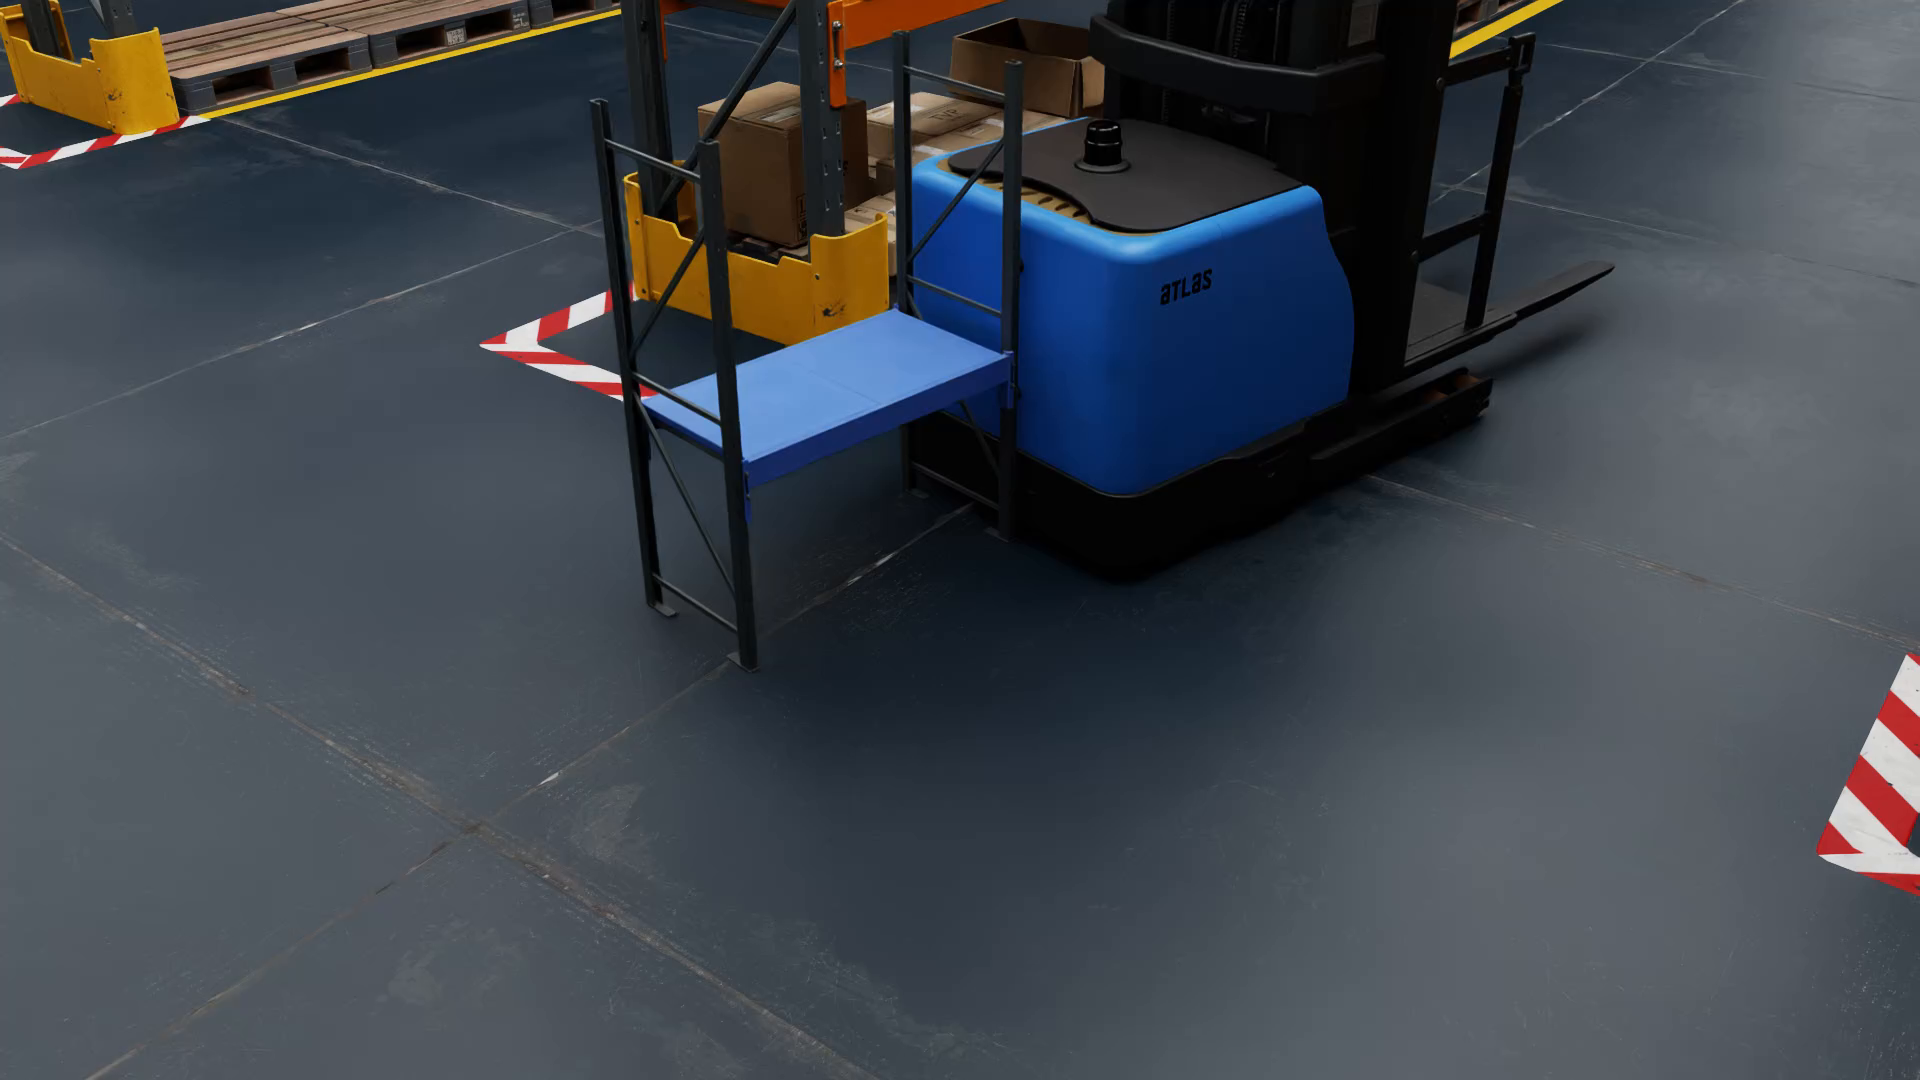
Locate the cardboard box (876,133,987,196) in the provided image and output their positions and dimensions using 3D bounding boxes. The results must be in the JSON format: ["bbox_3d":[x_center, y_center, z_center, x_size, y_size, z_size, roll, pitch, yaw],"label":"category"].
[{"bbox_3d":[-0.011,-1.524,7.146,0.500,0.250,0.500,21,37,31],"label":"cardboard box"}]

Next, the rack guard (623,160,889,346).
[{"bbox_3d":[-0.821,-1.137,6.678,1.175,0.500,0.348,21,37,31],"label":"rack guard"}]

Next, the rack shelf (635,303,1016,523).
[{"bbox_3d":[-0.379,-0.394,4.796,1.000,0.185,0.538,-26,39,-37],"label":"rack shelf"}]

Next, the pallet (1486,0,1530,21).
[{"bbox_3d":[3.481,-3.941,11.694,1.003,0.211,1.213,21,37,31],"label":"pallet"}]

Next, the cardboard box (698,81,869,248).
[{"bbox_3d":[-0.735,-1.592,7.014,0.500,0.500,0.500,21,37,31],"label":"cardboard box"}]

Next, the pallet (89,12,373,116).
[{"bbox_3d":[-4.285,-2.831,9.819,1.003,0.211,1.213,21,37,31],"label":"pallet"}]

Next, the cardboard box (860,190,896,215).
[{"bbox_3d":[-0.190,-1.318,6.879,0.380,0.166,0.250,21,37,31],"label":"cardboard box"}]

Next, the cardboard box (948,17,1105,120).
[{"bbox_3d":[0.417,-2.157,7.965,0.797,0.503,0.637,21,37,31],"label":"cardboard box"}]

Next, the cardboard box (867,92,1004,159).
[{"bbox_3d":[-0.138,-1.861,7.714,0.500,0.250,0.500,21,37,31],"label":"cardboard box"}]

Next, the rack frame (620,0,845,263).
[{"bbox_3d":[-0.867,-2.181,5.988,1.000,3.000,0.127,21,37,31],"label":"rack frame"}]

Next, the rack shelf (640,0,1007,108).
[{"bbox_3d":[0.340,-2.685,7.543,1.077,0.370,4.000,21,37,31],"label":"rack shelf"}]

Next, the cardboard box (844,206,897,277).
[{"bbox_3d":[-0.341,-1.208,6.712,0.380,0.149,0.250,21,37,31],"label":"cardboard box"}]

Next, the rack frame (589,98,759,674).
[{"bbox_3d":[-0.745,-0.369,4.402,0.032,1.500,0.500,-26,39,-37],"label":"rack frame"}]

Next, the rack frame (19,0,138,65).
[{"bbox_3d":[-4.814,-3.707,8.563,1.000,3.000,0.127,21,37,31],"label":"rack frame"}]

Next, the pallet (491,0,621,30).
[{"bbox_3d":[-2.812,-3.823,11.493,1.003,0.211,1.213,21,37,31],"label":"pallet"}]

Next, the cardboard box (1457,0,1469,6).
[{"bbox_3d":[2.960,-3.669,10.519,0.500,0.500,0.500,20,36,30],"label":"cardboard box"}]

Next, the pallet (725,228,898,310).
[{"bbox_3d":[-0.341,-1.337,7.299,1.003,0.211,1.213,21,37,31],"label":"pallet"}]

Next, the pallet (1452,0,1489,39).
[{"bbox_3d":[2.744,-3.448,10.860,1.003,0.211,1.213,21,37,31],"label":"pallet"}]

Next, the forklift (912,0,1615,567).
[{"bbox_3d":[1.271,-1.802,5.416,3.031,2.935,1.130,-24,38,-34],"label":"forklift"}]

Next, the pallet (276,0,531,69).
[{"bbox_3d":[-3.548,-3.325,10.653,1.003,0.211,1.213,21,37,31],"label":"pallet"}]

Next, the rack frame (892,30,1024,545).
[{"bbox_3d":[-0.012,-0.728,5.007,0.032,1.500,0.500,-26,39,-37],"label":"rack frame"}]

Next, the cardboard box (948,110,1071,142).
[{"bbox_3d":[0.291,-1.728,7.489,0.500,0.250,0.500,21,37,31],"label":"cardboard box"}]

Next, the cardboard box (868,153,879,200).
[{"bbox_3d":[-0.419,-1.585,7.330,0.380,0.166,0.250,21,37,31],"label":"cardboard box"}]

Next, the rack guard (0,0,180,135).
[{"bbox_3d":[-4.818,-2.618,9.177,1.175,0.500,0.348,21,37,31],"label":"rack guard"}]

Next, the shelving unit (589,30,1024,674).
[{"bbox_3d":[-0.379,-0.548,4.704,1.048,1.500,0.538,-26,39,-37],"label":"shelving unit"}]
